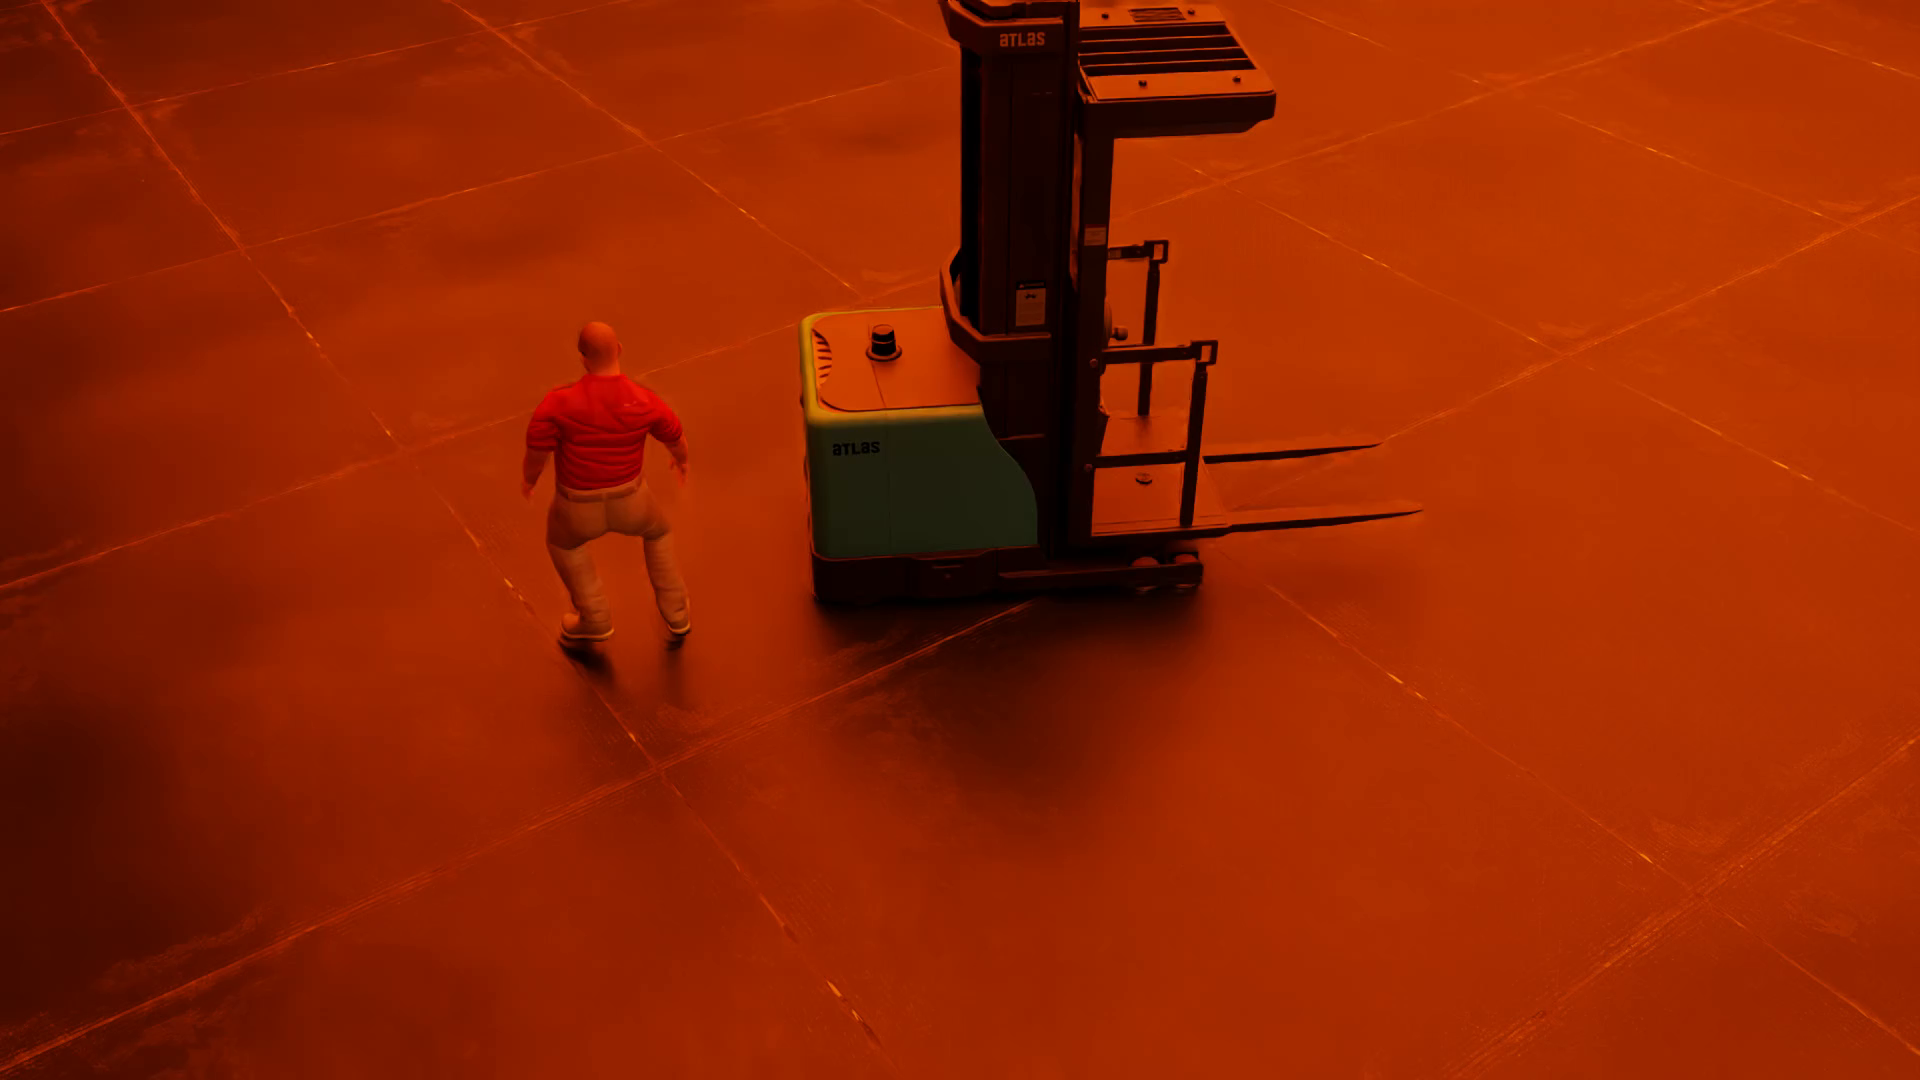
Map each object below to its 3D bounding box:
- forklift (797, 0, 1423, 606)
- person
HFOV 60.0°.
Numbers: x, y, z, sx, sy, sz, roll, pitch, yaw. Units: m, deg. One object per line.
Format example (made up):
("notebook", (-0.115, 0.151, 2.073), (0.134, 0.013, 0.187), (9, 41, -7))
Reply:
("forklift", (0.752, -1.240, 7.622), (3.031, 2.935, 1.130), (-4, 37, -5))
("person", (-1.548, -0.250, 7.360), (0.756, 1.635, 0.456), (-11, 38, -14))
